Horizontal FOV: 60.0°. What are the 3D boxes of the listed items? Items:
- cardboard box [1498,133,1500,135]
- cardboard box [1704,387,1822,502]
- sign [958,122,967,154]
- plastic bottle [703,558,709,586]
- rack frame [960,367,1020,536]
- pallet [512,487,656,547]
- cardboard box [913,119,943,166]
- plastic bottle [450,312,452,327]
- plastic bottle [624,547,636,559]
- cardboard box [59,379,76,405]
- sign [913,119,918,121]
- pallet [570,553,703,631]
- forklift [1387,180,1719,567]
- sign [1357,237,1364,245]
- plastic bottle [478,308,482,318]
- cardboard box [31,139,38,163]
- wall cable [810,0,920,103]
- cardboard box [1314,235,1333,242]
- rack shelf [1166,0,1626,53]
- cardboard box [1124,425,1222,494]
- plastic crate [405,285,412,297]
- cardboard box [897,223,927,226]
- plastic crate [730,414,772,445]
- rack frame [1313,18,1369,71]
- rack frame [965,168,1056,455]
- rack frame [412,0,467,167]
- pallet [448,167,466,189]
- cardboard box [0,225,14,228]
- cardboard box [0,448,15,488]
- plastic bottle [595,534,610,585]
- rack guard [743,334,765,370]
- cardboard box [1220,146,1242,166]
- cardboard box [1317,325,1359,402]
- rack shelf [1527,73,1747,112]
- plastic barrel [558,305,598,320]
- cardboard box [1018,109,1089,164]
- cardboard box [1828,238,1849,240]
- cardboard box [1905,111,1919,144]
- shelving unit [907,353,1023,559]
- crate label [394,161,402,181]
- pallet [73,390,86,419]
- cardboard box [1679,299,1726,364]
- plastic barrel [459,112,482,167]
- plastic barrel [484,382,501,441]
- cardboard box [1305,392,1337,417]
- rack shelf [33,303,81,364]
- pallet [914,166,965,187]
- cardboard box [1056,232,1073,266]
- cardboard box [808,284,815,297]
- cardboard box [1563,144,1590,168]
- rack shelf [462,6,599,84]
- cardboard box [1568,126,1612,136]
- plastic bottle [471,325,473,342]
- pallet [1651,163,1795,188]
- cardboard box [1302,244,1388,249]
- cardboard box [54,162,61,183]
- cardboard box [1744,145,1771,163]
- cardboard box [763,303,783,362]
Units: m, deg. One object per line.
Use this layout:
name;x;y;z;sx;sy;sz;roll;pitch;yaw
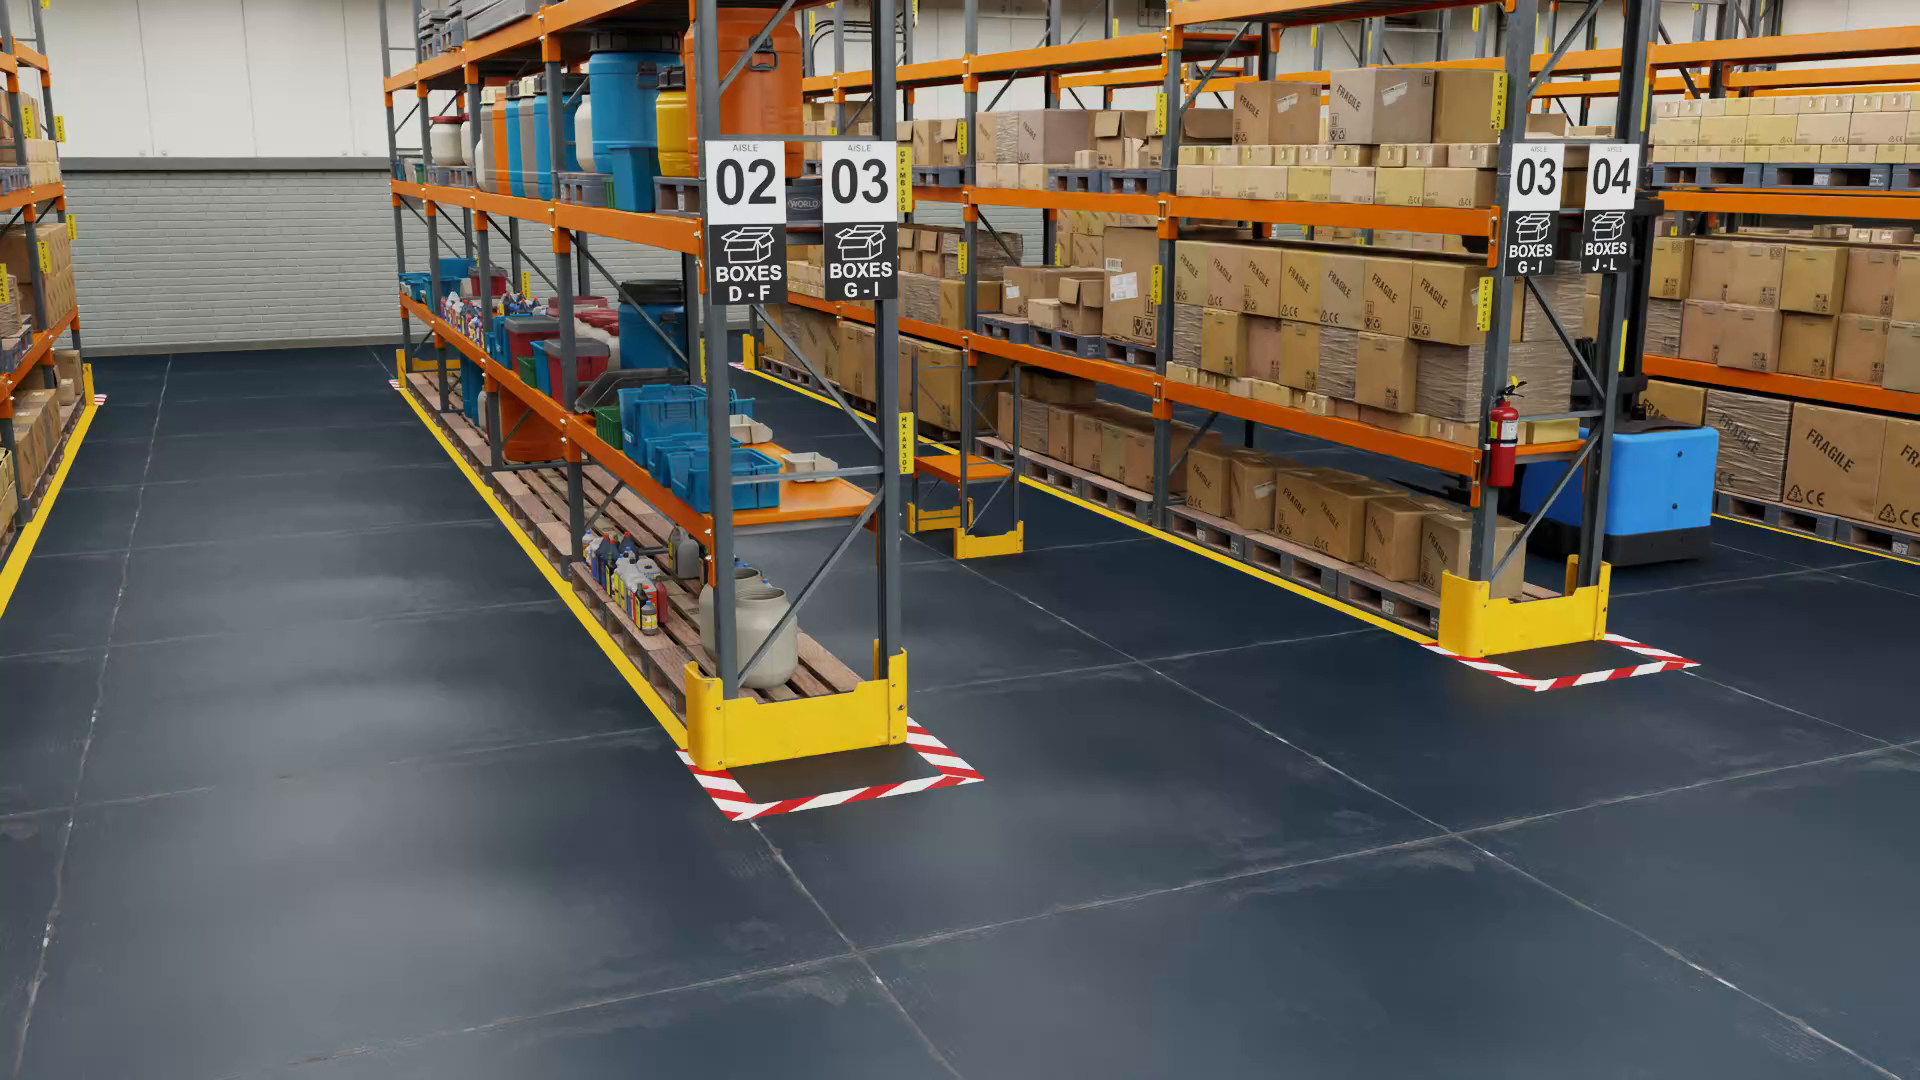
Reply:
cardboard box;5.613;-4.148;17.533;0.500;0.311;0.500;-6;14;-24
cardboard box;7.273;-0.877;14.787;0.875;0.875;0.875;-6;14;-23
sign;0.022;-4.132;17.097;0.100;0.325;0.005;-6;14;-23
plastic bottle;-1.710;0.211;11.354;0.061;0.283;0.133;-6;14;-23
rack frame;0.238;-0.608;13.171;0.500;1.500;0.032;-6;14;-23
pallet;-3.245;-0.208;14.299;1.003;0.211;1.213;-6;14;-23
cardboard box;-0.203;-4.433;18.568;0.500;0.500;0.500;-5;14;-20
plastic bottle;-5.525;-2.439;18.195;0.097;0.201;0.097;0;13;0
plastic bottle;-2.291;0.183;11.501;0.097;0.271;0.097;0;13;0
cardboard box;-10.953;-1.773;20.002;0.500;0.250;0.500;-6;14;-23
sign;-0.576;-5.173;21.071;0.100;0.325;0.005;-6;14;-23
pallet;-2.172;0.346;11.907;1.003;0.211;1.213;-6;14;-23
forklift;4.845;-1.507;13.881;1.130;2.935;3.031;-5;14;-22
sign;4.625;-3.331;19.215;0.100;0.325;0.005;-6;14;-23
plastic bottle;-4.957;-2.257;17.228;0.061;0.283;0.133;-6;14;-23
cardboard box;-10.316;-4.219;18.019;0.500;0.250;0.500;-6;14;-23
wall cable;-1.778;-10.051;30.207;2.277;5.999;0.120;-6;14;-23
cardboard box;6.338;-4.900;28.169;0.500;0.500;0.500;-6;14;-23
rack shelf;2.937;-3.760;11.761;1.077;0.370;4.000;-6;14;-23
cardboard box;1.910;-0.728;14.930;0.700;0.500;0.500;-7;15;-27
plastic crate;-7.088;-3.240;21.670;0.250;0.136;0.298;-6;14;-23
cardboard box;-0.805;-3.661;20.591;0.797;0.503;0.637;-6;14;-24
plastic crate;-1.520;-0.714;10.887;0.530;0.136;0.437;-6;14;-23
rack frame;6.409;-7.900;28.044;1.000;3.000;0.127;-6;14;-23
rack frame;0.533;-2.429;17.712;1.000;3.000;0.127;-6;14;-23
rack frame;-5.607;-5.731;18.673;1.000;3.000;0.127;-6;14;-23
pallet;-4.747;-3.790;17.360;1.003;0.211;1.213;-6;14;-23
cardboard box;-11.597;-3.501;19.904;0.500;0.500;0.500;-5;14;-22
cardboard box;-8.109;-0.587;13.677;0.500;0.311;0.500;-5;14;-21
plastic bottle;-2.459;0.125;11.575;0.144;0.351;0.185;-5;14;-21
rack guard;-2.681;-2.869;25.156;1.175;0.500;0.348;-6;14;-23
cardboard box;2.242;-2.983;12.902;0.380;0.149;0.250;-6;14;-23
cardboard box;3.072;-1.285;11.890;0.875;0.500;0.500;-6;14;-23
rack shelf;8.812;-6.115;22.814;1.077;0.370;4.000;-6;14;-23
plastic barrel;-3.397;-1.843;14.931;0.421;0.512;0.421;0;13;0
cardboard box;0.894;-3.854;15.886;0.500;0.500;0.500;-6;14;-25
cardboard box;10.689;-3.331;19.795;0.500;0.500;0.500;-6;14;-25
cardboard box;7.671;-3.169;12.777;0.500;0.250;0.500;-6;14;-23
shelving unit;0.031;-0.715;13.633;0.587;1.500;1.083;-6;14;-23
crate label;-7.136;-4.803;21.649;0.408;0.251;0.502;-6;14;-23
pallet;-11.399;-1.649;20.526;1.003;0.211;1.213;-6;14;-23
cardboard box;7.121;-1.916;15.163;0.875;0.550;0.550;-6;14;-23
plastic barrel;-4.853;-4.066;16.902;0.433;0.535;0.433;0;13;0
plastic barrel;-4.669;-1.344;17.442;0.600;0.588;0.708;-6;14;-23
cardboard box;2.738;-0.994;12.071;0.380;0.149;0.250;-6;14;-23
rack shelf;-10.948;-2.424;19.286;1.077;0.370;4.000;-6;14;-23
pallet;0.227;-3.926;17.949;1.213;0.211;1.003;-5;14;-20
cardboard box;1.841;-4.585;26.145;0.500;0.500;0.500;-5;14;-20
cardboard box;-1.800;-3.326;22.144;0.380;0.149;0.250;-5;14;-22
cardboard box;3.840;-2.436;10.540;0.380;0.149;0.250;-6;14;-23
rack shelf;-3.204;-3.946;13.443;1.077;0.370;4.000;-6;14;-23
cardboard box;8.642;-5.377;22.643;0.500;0.500;0.500;-5;14;-22
plastic bottle;-4.875;-2.103;16.747;0.097;0.201;0.097;0;13;0
pallet;7.039;-3.278;14.924;1.003;0.211;1.213;-6;14;-23
cardboard box;2.969;-2.009;12.797;0.500;0.500;0.500;-6;14;-23
cardboard box;-11.302;-4.494;20.313;0.500;0.250;0.500;-6;14;-23
cardboard box;6.965;-3.306;14.253;0.380;0.149;0.250;-6;14;-24
cardboard box;-2.341;-3.126;24.505;0.875;0.875;0.875;-6;14;-23
